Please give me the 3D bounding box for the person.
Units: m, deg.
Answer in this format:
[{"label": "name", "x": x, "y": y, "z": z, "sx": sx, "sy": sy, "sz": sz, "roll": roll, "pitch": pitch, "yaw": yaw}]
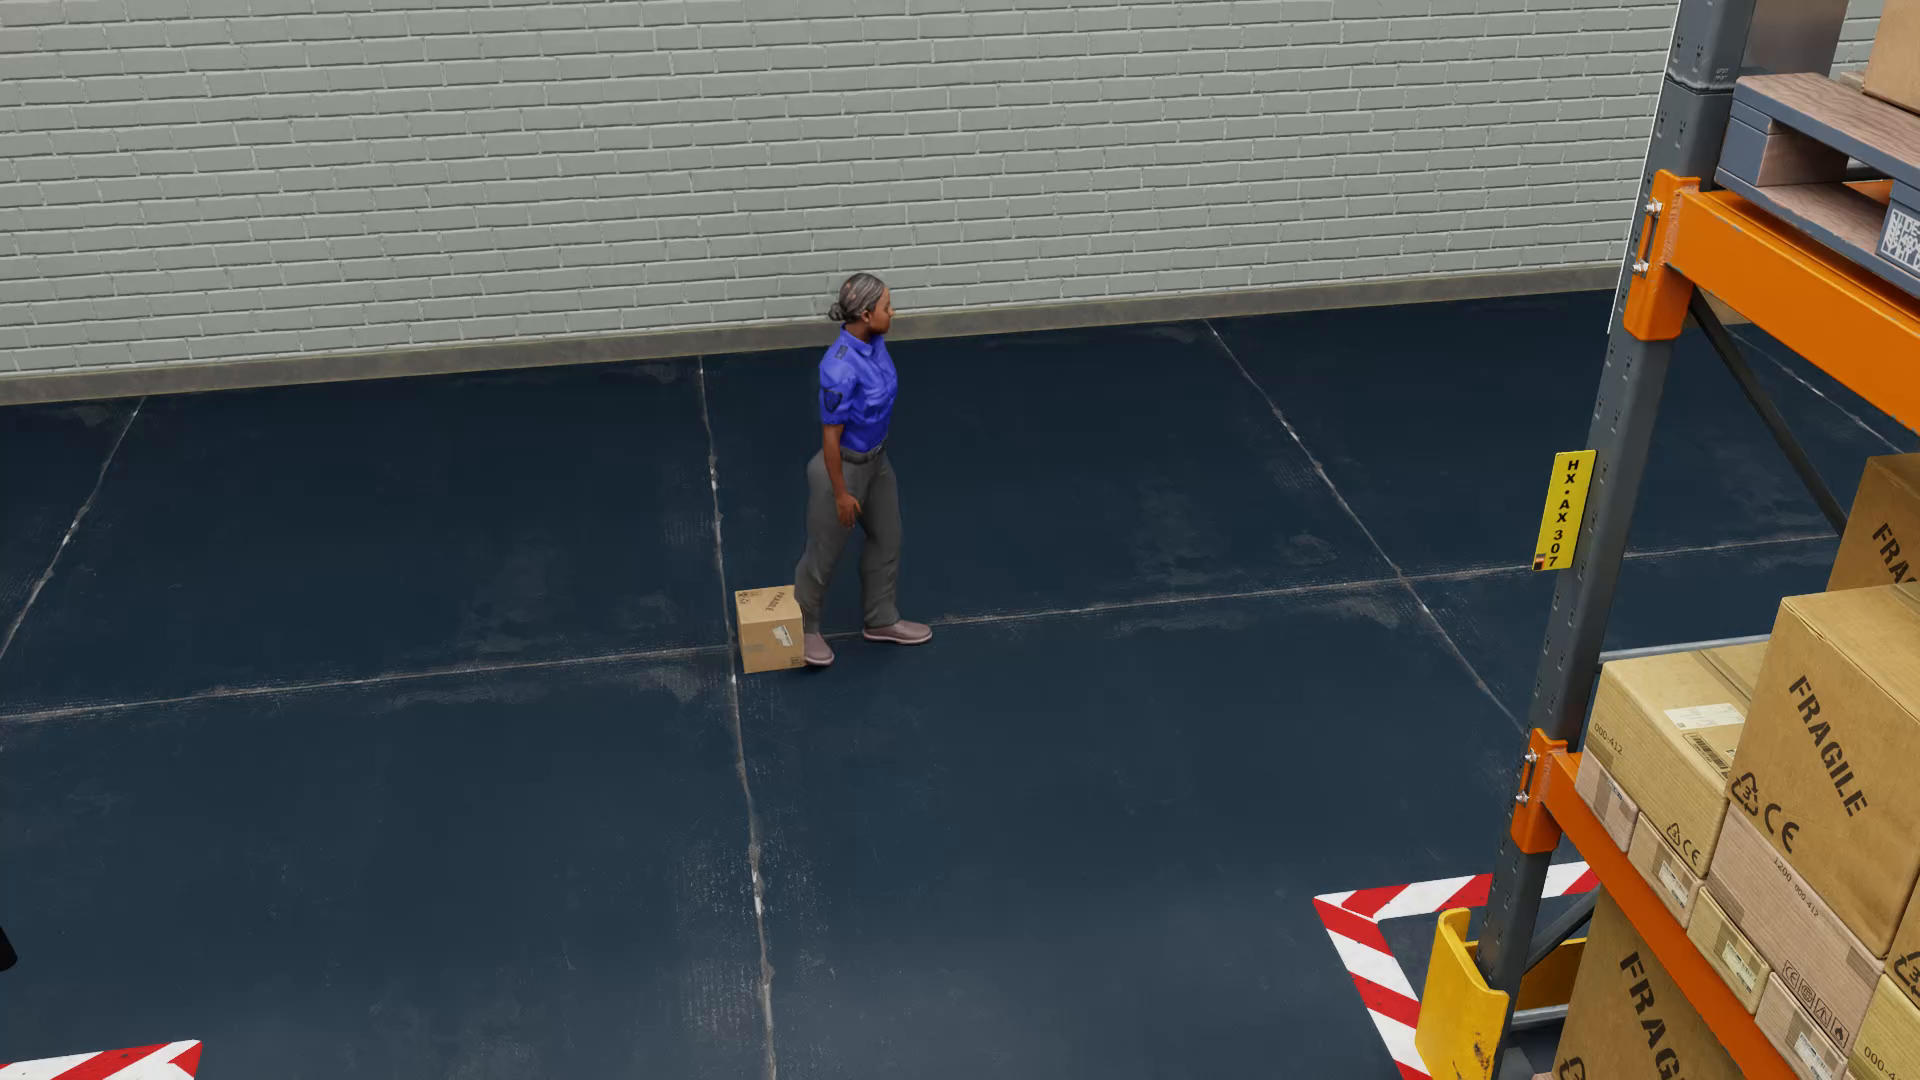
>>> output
[{"label": "person", "x": -0.430, "y": -0.268, "z": 6.582, "sx": 0.548, "sy": 1.655, "sz": 0.487, "roll": 12, "pitch": 33, "yaw": 19}]
